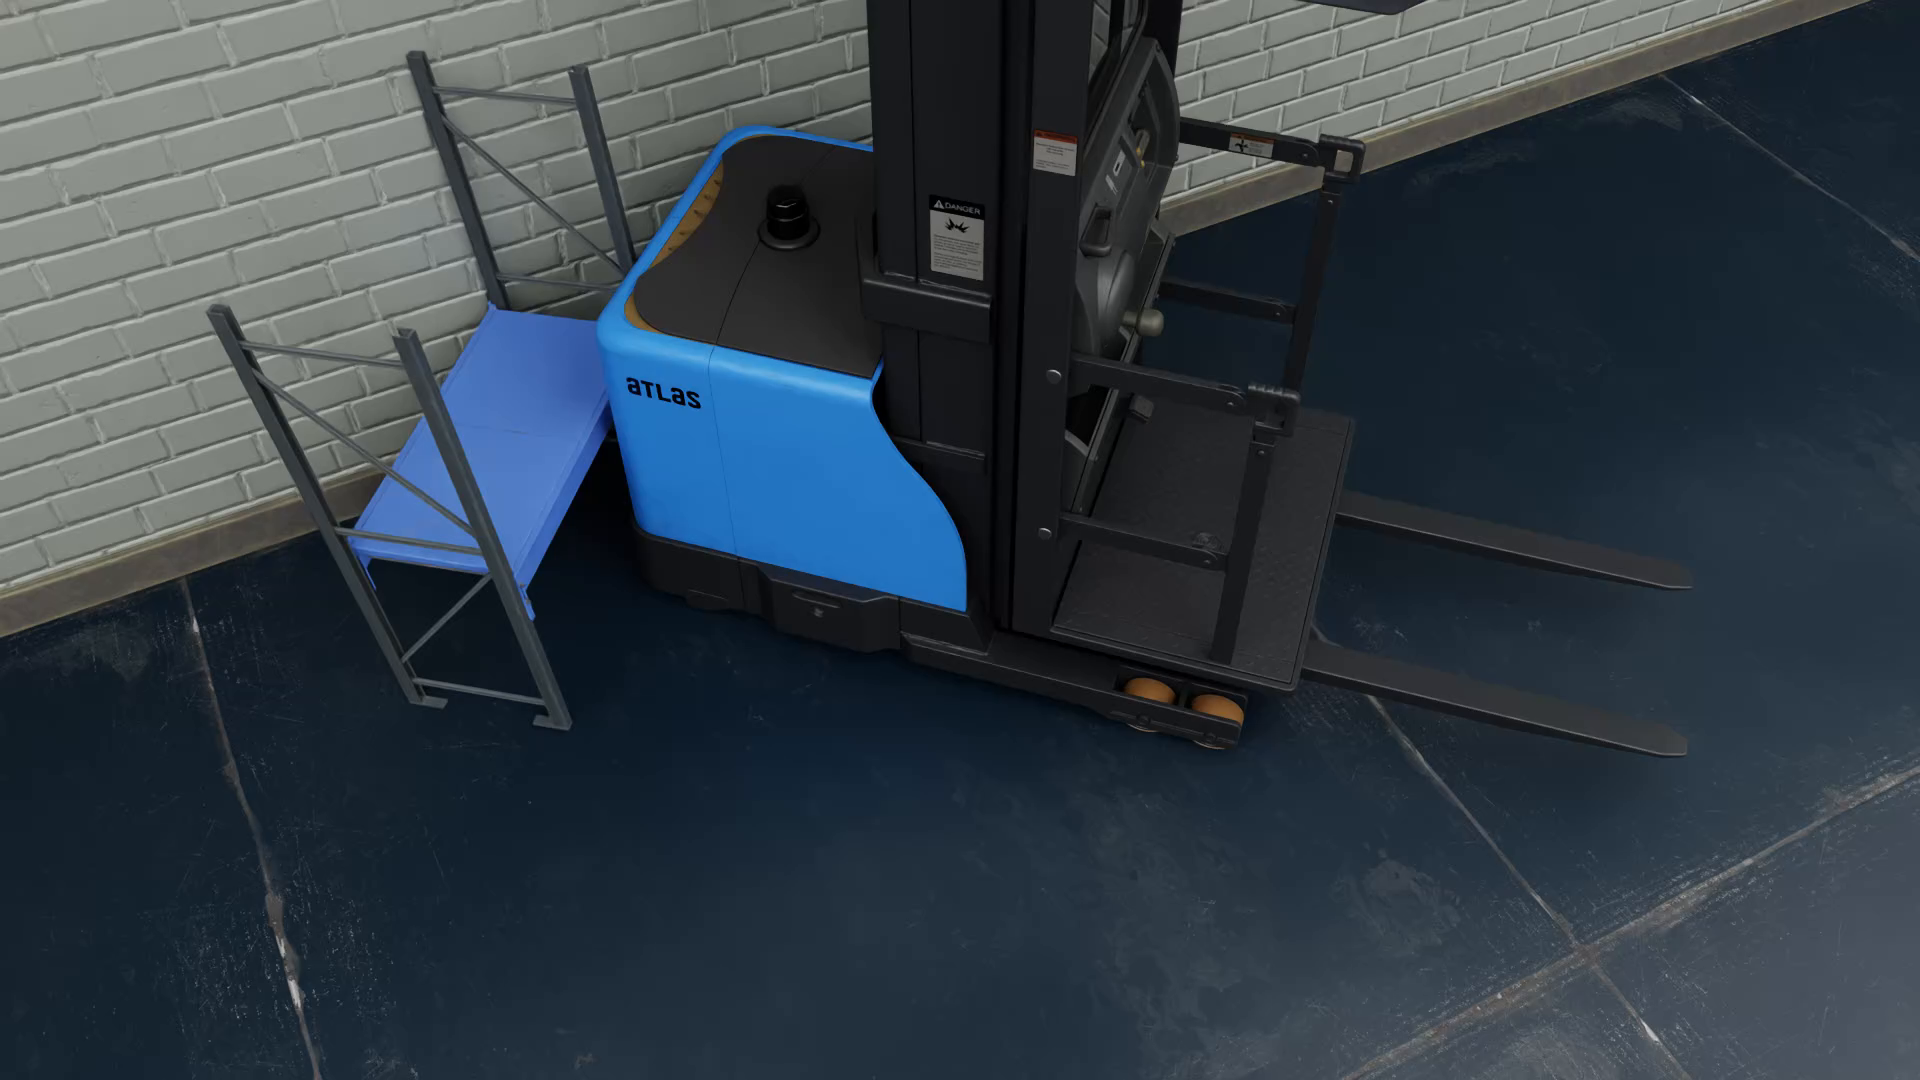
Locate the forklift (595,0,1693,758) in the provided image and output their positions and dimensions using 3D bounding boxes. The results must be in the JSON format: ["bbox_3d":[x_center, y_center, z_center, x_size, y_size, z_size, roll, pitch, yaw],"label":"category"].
[{"bbox_3d":[0.601,-0.822,4.022,3.031,2.935,1.130,13,50,11],"label":"forklift"}]

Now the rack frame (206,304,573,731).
[{"bbox_3d":[-1.395,0.008,4.232,0.500,1.500,0.032,8,50,11],"label":"rack frame"}]

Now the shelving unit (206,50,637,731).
[{"bbox_3d":[-1.278,-0.370,4.552,0.538,1.500,1.048,8,50,11],"label":"shelving unit"}]

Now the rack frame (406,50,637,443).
[{"bbox_3d":[-1.162,-0.748,4.871,0.500,1.500,0.032,8,50,11],"label":"rack frame"}]

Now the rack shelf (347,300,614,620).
[{"bbox_3d":[-1.269,-0.252,4.687,0.538,0.185,1.000,8,50,11],"label":"rack shelf"}]
